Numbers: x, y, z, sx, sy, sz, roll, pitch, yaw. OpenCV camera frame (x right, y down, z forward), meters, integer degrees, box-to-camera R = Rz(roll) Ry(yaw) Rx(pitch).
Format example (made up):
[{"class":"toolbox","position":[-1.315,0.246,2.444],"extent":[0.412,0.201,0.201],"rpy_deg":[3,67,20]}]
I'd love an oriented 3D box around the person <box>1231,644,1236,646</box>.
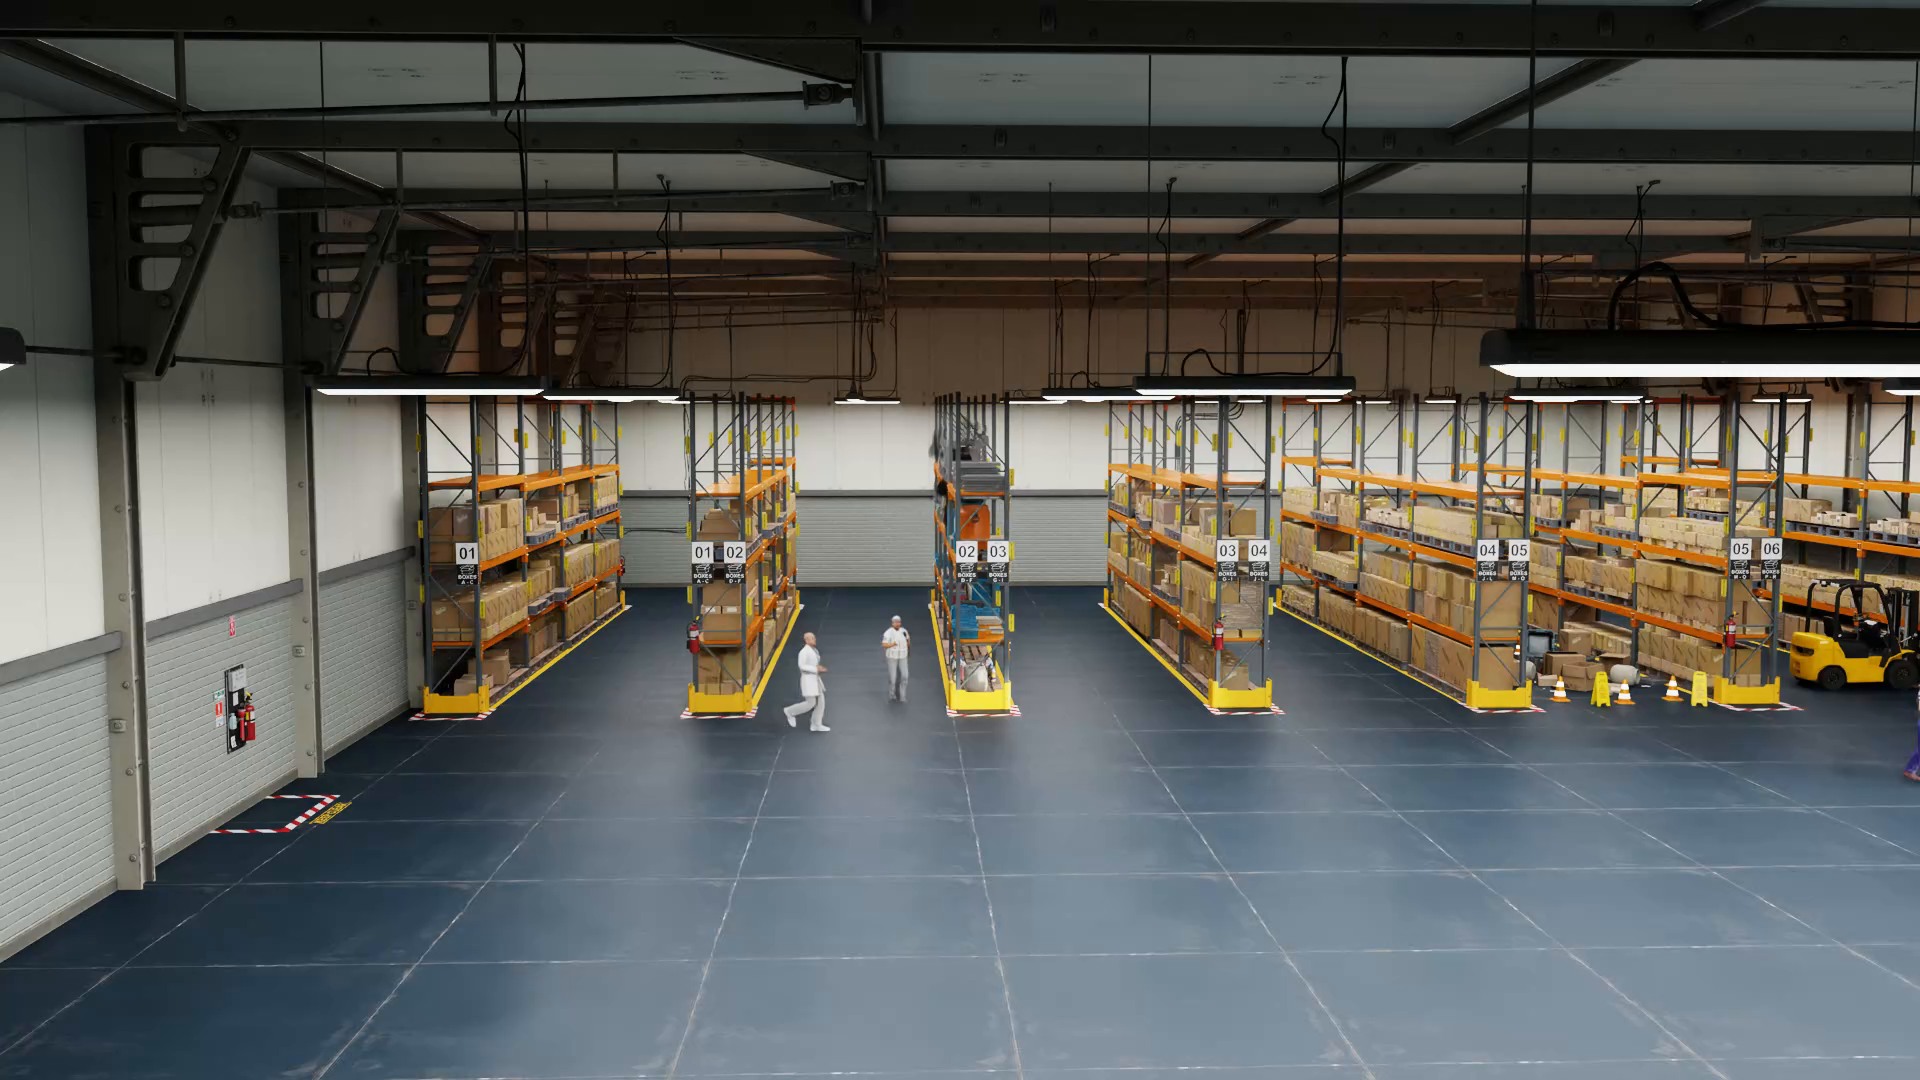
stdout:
[{"class":"person","position":[6.654,1.670,40.180],"extent":[0.584,1.754,0.749],"rpy_deg":[0,5,0]}]

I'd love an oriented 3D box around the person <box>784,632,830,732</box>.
[{"class":"person","position":[-2.684,2.495,29.321],"extent":[0.834,1.746,0.718],"rpy_deg":[1,5,16]}]

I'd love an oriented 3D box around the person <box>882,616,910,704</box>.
[{"class":"person","position":[-1.218,2.322,32.239],"extent":[0.587,1.715,0.691],"rpy_deg":[-1,5,-13]}]

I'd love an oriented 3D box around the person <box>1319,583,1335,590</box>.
[{"class":"person","position":[10.714,0.917,48.988],"extent":[0.910,1.688,0.610],"rpy_deg":[-1,5,-7]}]

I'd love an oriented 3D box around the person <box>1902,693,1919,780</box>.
[{"class":"person","position":[14.784,2.896,25.300],"extent":[0.704,1.702,0.596],"rpy_deg":[4,6,40]}]
